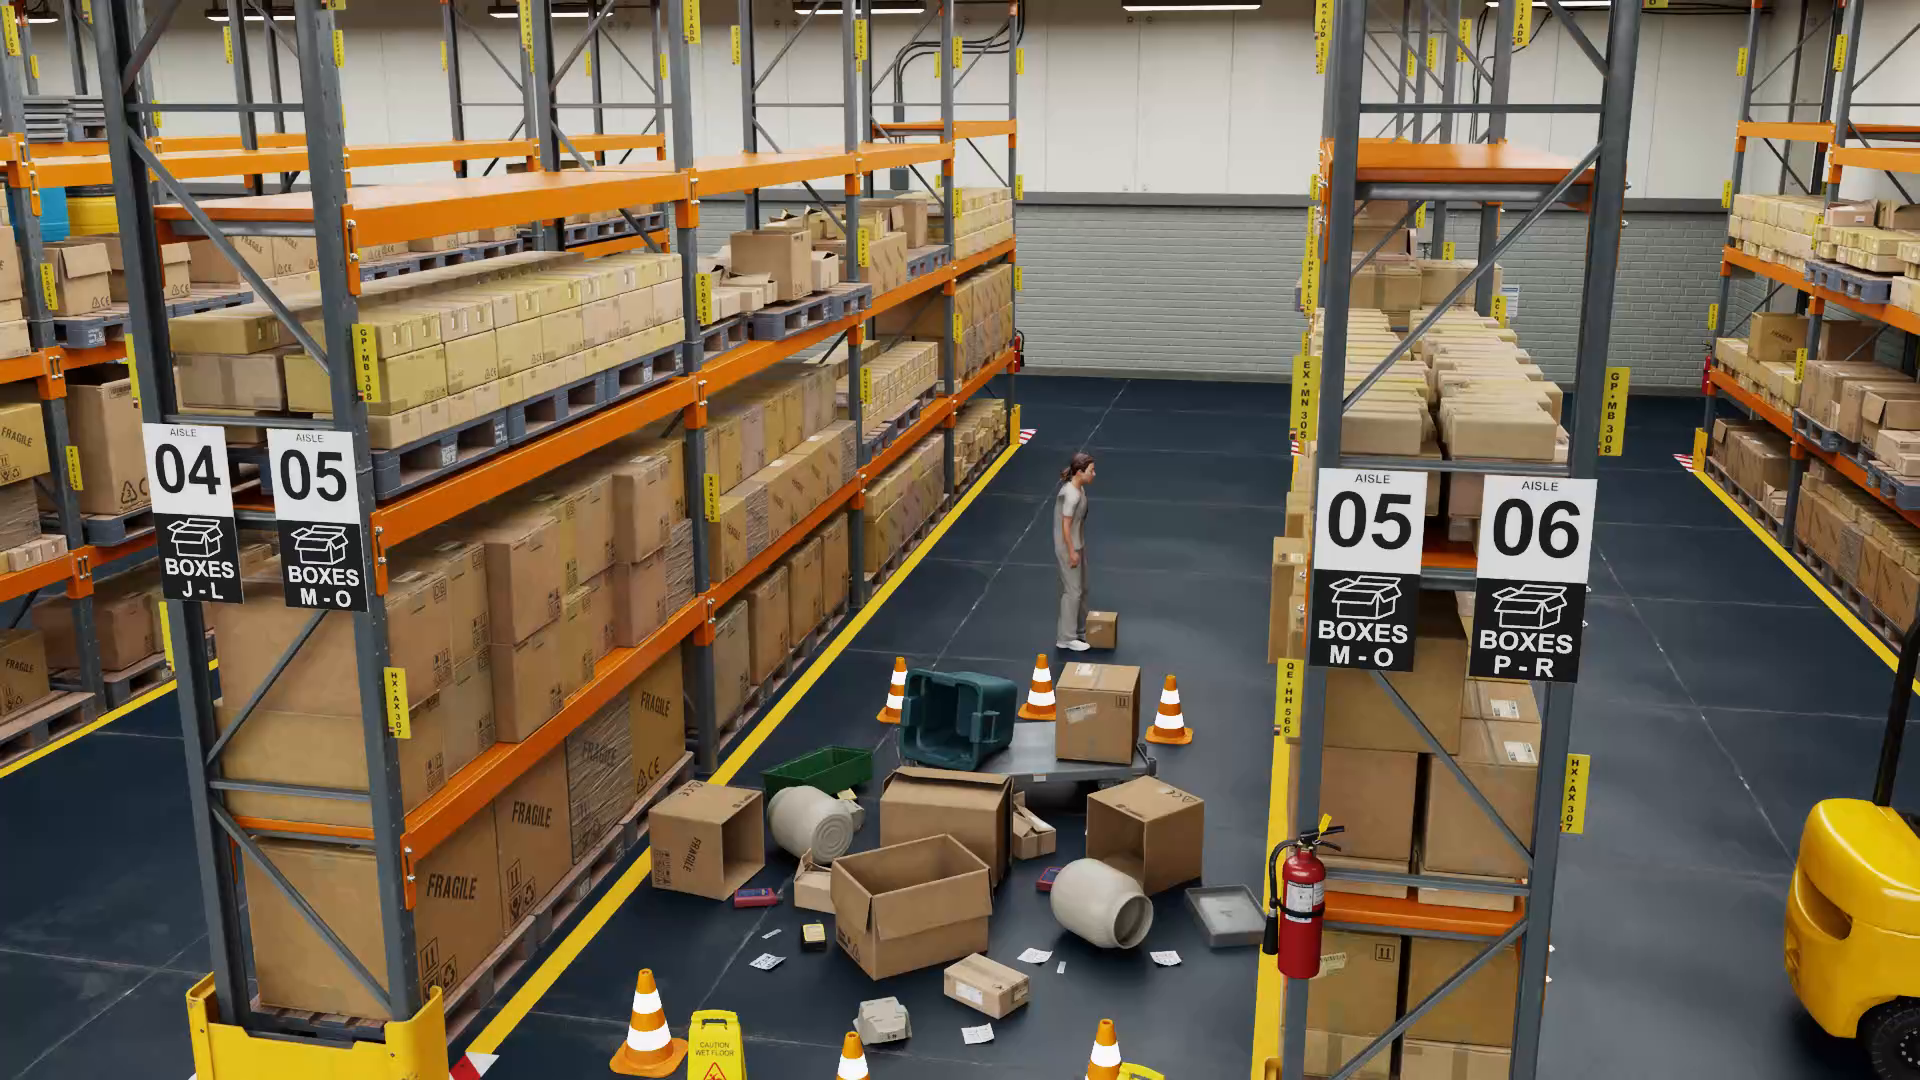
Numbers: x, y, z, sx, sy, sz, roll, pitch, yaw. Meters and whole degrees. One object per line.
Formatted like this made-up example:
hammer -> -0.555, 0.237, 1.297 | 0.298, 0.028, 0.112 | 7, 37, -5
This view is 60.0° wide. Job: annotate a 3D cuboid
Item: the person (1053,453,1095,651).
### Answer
person -> 1.000, 0.082, 14.214 | 0.408, 1.667, 0.485 | 3, 15, 11
